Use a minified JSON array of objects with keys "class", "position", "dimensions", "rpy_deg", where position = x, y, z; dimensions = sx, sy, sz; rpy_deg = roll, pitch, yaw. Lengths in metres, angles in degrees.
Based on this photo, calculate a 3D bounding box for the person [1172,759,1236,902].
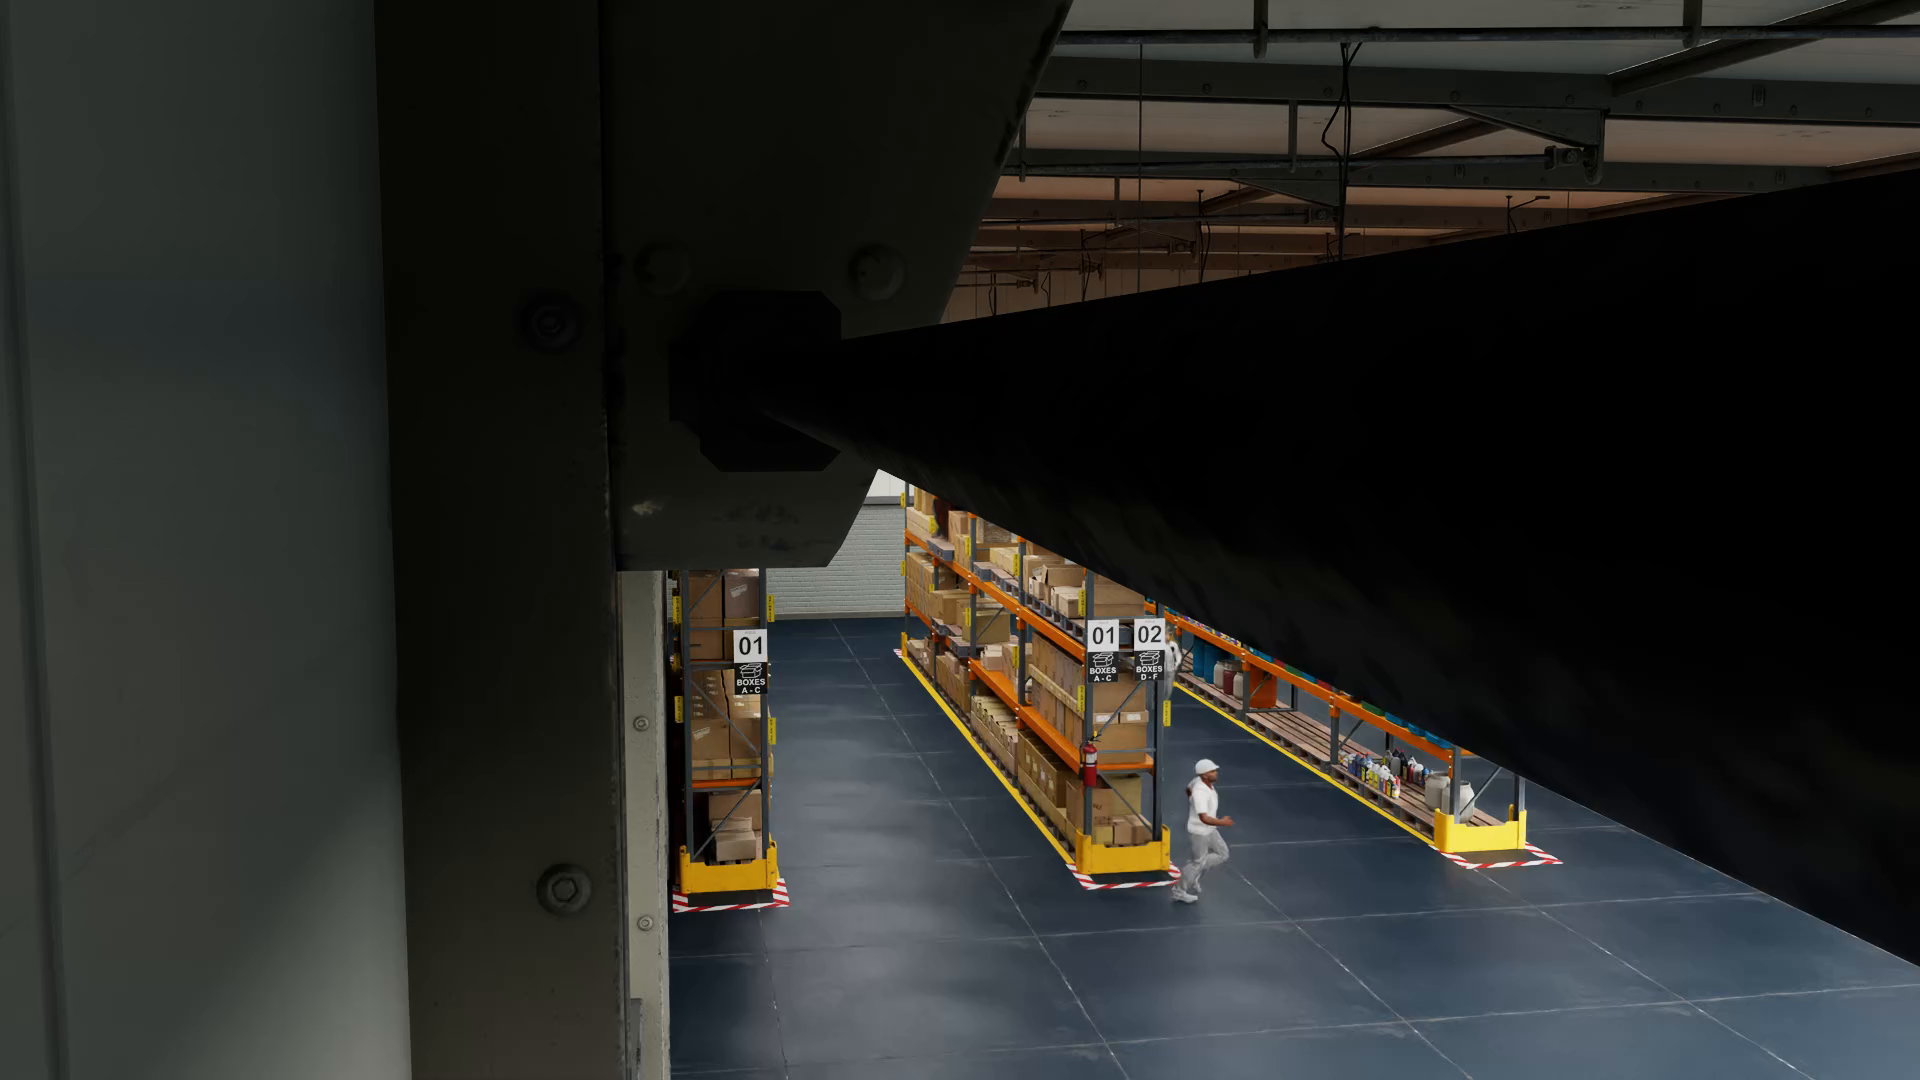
[{"class":"person","position":[2.903,3.425,19.696],"dimensions":[0.751,1.716,0.723],"rpy_deg":[2,6,17]}]

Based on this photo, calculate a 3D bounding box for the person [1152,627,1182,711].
[{"class":"person","position":[3.736,2.391,30.108],"dimensions":[0.604,1.669,0.567],"rpy_deg":[0,6,-4]}]
